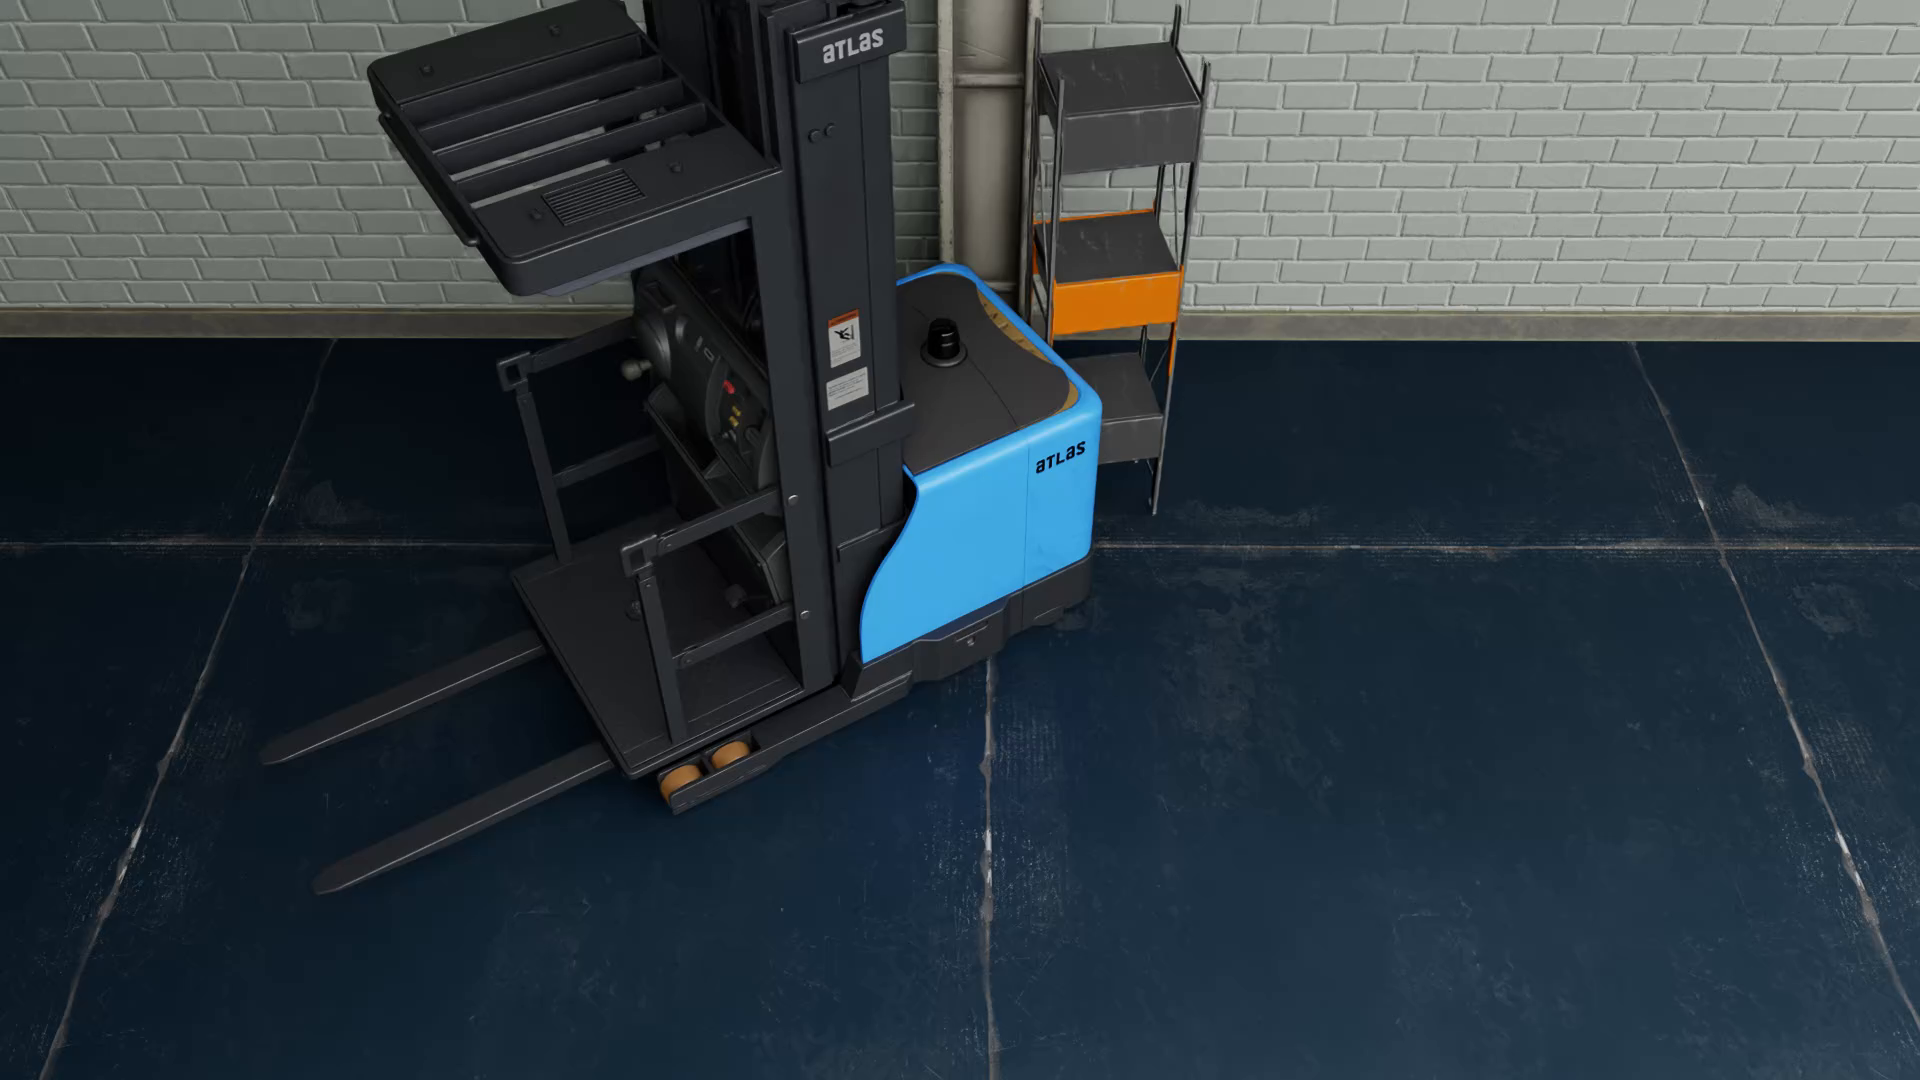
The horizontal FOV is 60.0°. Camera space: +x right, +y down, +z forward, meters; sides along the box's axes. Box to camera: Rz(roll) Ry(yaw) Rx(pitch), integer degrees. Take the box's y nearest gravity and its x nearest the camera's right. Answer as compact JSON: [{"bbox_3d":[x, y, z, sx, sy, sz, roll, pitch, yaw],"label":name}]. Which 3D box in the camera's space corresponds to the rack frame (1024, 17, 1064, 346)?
[{"bbox_3d":[0.294,-0.903,6.236,0.015,2.100,0.400,-7,47,-7],"label":"rack frame"}]

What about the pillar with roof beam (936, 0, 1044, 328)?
[{"bbox_3d":[0.096,-0.757,1.388,0.400,9.000,9.100,0,47,0],"label":"pillar with roof beam"}]

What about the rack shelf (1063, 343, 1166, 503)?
[{"bbox_3d":[0.534,-0.447,6.788,0.480,0.518,0.431,-7,47,-7],"label":"rack shelf"}]

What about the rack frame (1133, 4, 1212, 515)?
[{"bbox_3d":[0.775,-0.964,6.294,0.015,2.100,0.400,-7,47,-7],"label":"rack frame"}]

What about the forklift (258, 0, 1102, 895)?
[{"bbox_3d":[-1.004,-0.481,5.276,3.031,2.935,1.130,-25,52,-21],"label":"forklift"}]

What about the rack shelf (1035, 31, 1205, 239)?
[{"bbox_3d":[0.534,-1.401,5.763,0.480,0.518,0.431,-7,47,-7],"label":"rack shelf"}]

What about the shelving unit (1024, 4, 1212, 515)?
[{"bbox_3d":[0.534,-0.933,6.265,0.503,2.100,0.431,-7,47,-7],"label":"shelving unit"}]

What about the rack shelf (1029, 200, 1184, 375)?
[{"bbox_3d":[0.534,-0.924,6.275,0.480,0.518,0.431,-7,47,-7],"label":"rack shelf"}]
